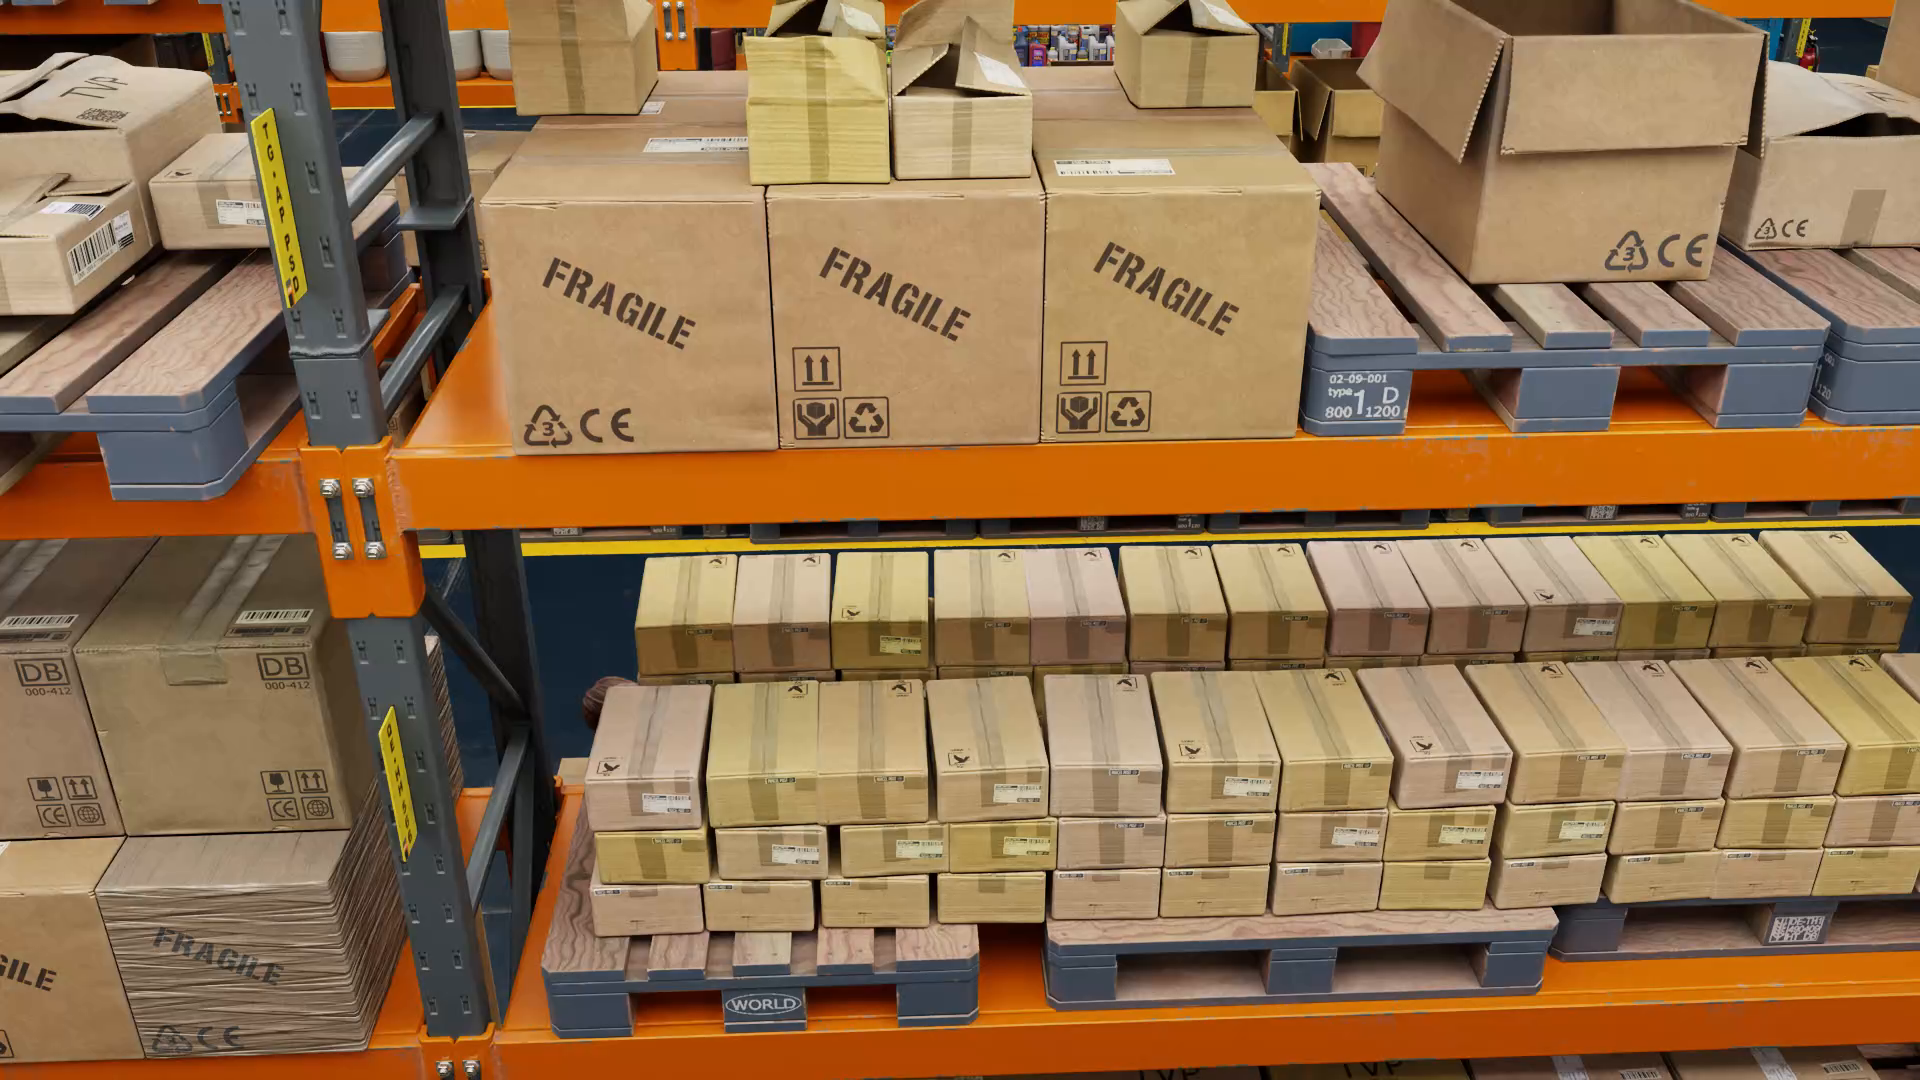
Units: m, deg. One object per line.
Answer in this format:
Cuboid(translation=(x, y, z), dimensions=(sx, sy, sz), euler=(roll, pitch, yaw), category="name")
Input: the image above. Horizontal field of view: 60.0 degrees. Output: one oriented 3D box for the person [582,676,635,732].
Cuboid(translation=(-1.054, 0.879, 6.223), dimensions=(0.814, 0.907, 0.430), euler=(-2, 28, -3), category="person")
